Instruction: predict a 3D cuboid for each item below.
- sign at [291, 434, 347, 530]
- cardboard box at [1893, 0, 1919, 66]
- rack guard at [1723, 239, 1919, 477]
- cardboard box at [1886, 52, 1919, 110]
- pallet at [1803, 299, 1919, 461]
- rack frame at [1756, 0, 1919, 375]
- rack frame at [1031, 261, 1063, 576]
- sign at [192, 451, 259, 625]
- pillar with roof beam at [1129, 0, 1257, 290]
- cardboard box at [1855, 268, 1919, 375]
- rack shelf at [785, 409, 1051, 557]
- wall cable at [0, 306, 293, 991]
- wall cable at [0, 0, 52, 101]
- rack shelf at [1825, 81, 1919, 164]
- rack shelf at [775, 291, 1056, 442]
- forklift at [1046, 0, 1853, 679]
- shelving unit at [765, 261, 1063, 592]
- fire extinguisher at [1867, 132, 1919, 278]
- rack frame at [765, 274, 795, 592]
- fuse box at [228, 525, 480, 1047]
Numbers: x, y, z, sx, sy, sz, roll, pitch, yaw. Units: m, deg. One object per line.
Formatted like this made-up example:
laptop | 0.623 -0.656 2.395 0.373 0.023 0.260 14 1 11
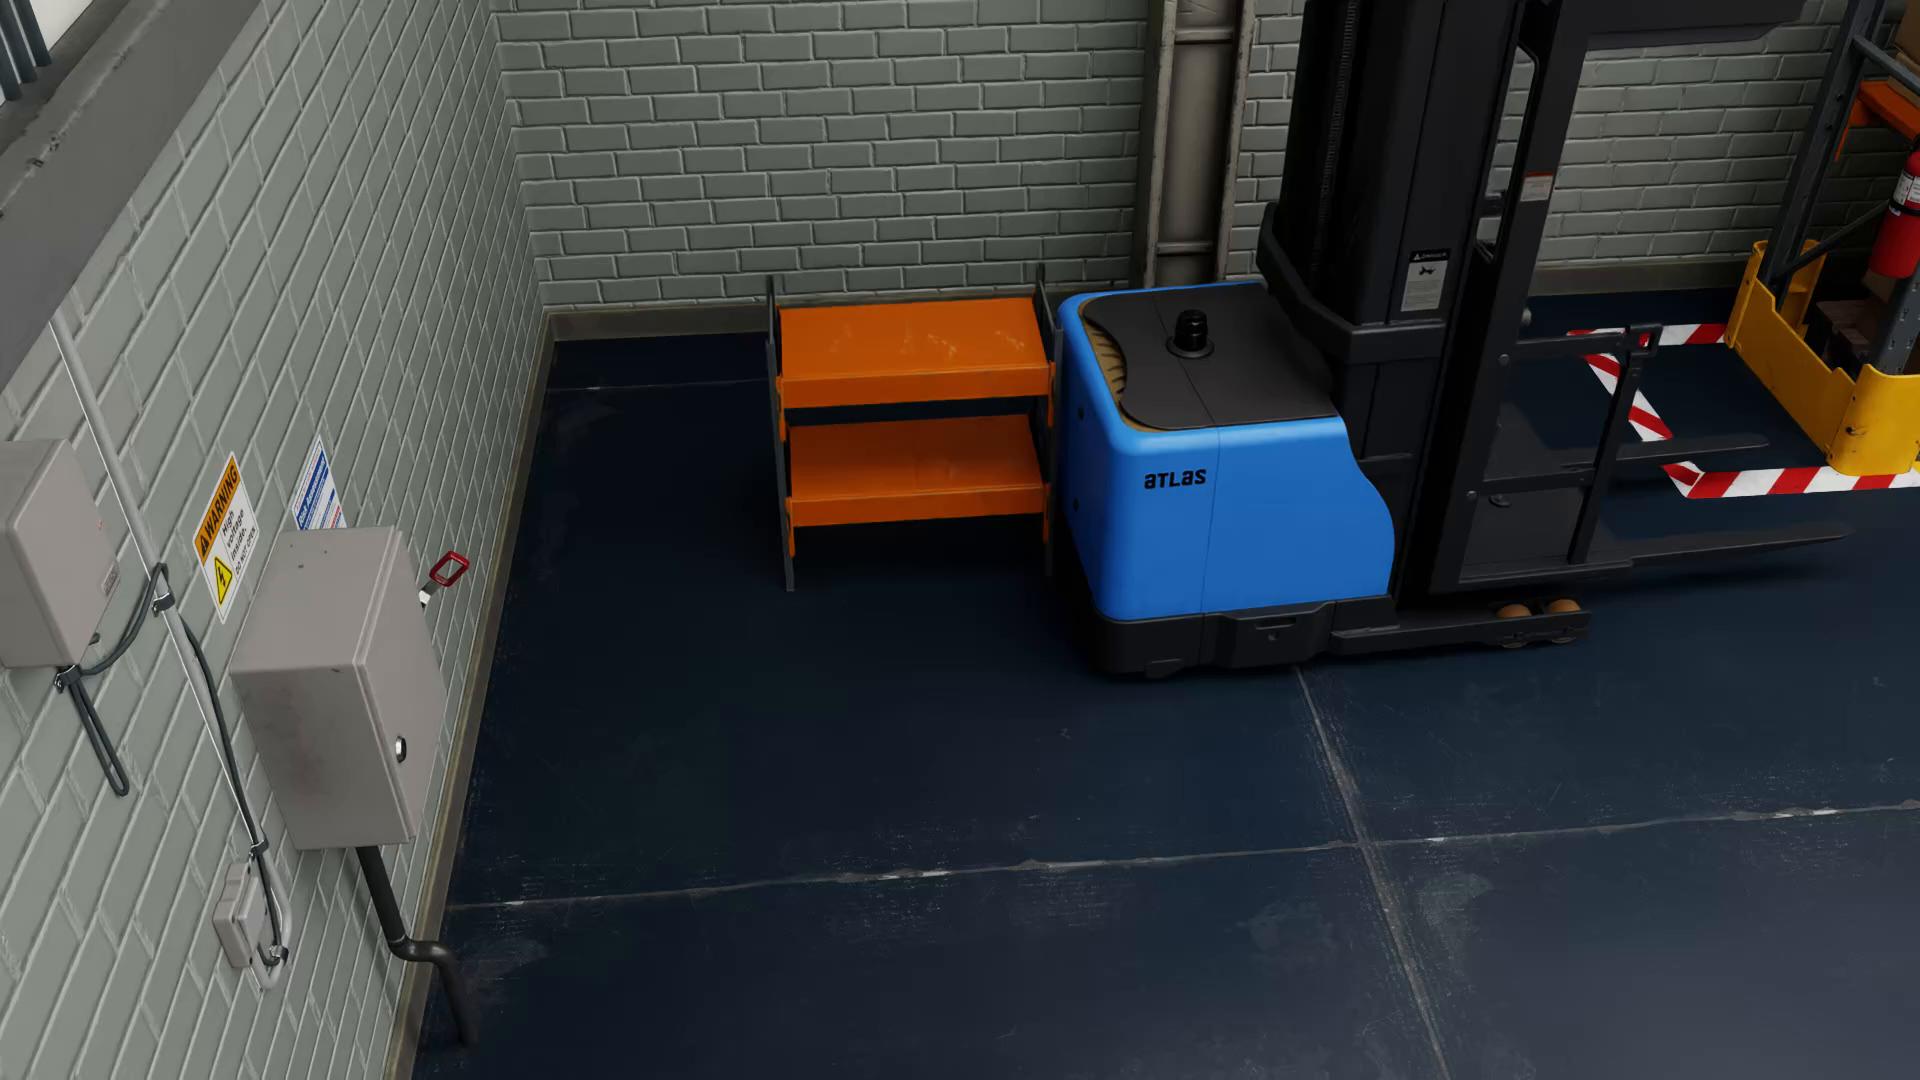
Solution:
sign | -1.666 0.015 4.386 0.001 0.494 0.329 -3 38 -4
cardboard box | 4.231 -2.058 6.818 0.500 0.250 0.500 -2 38 -3
rack guard | 3.872 -0.834 7.403 0.348 0.500 1.175 -3 38 -4
cardboard box | 4.103 -1.896 6.935 0.250 0.149 0.380 -4 38 -4
pallet | 4.666 -0.765 7.549 1.213 0.211 1.003 -3 38 -4
rack frame | 3.796 -1.811 6.624 0.127 3.000 1.000 -3 38 -4
rack frame | 0.326 -0.453 6.416 0.032 1.125 0.500 -3 38 -4
sign | -1.617 -0.008 3.672 0.001 0.242 0.339 -3 38 -4
pillar with roof beam | 1.412 -1.918 1.916 0.400 9.000 9.100 -3 38 -4
cardboard box | 4.414 -0.971 7.235 0.637 0.503 0.797 -5 39 -6
rack shelf | -0.180 -0.231 6.529 1.000 0.278 0.538 -3 38 -4
wall cable | -1.512 0.302 3.126 0.122 1.984 0.588 -3 38 -4
wall cable | -1.674 -2.818 3.026 0.133 3.039 2.988 -3 38 -4
rack shelf | 5.788 -1.638 6.986 4.000 0.370 1.077 -3 38 -4
rack shelf | -0.180 -0.653 6.197 1.000 0.278 0.538 -3 38 -4
forklift | 1.908 -1.065 5.734 3.031 2.935 1.130 -5 39 -7
shelving unit | -0.180 -0.423 6.378 1.048 1.125 0.538 -3 38 -4
fire extinguisher | 3.691 -1.341 6.392 0.183 0.674 0.296 -3 38 -4
rack frame | -0.686 -0.393 6.340 0.032 1.125 0.500 -3 38 -4
fuse box | -1.416 0.777 4.384 0.414 1.711 0.539 -3 38 -4
